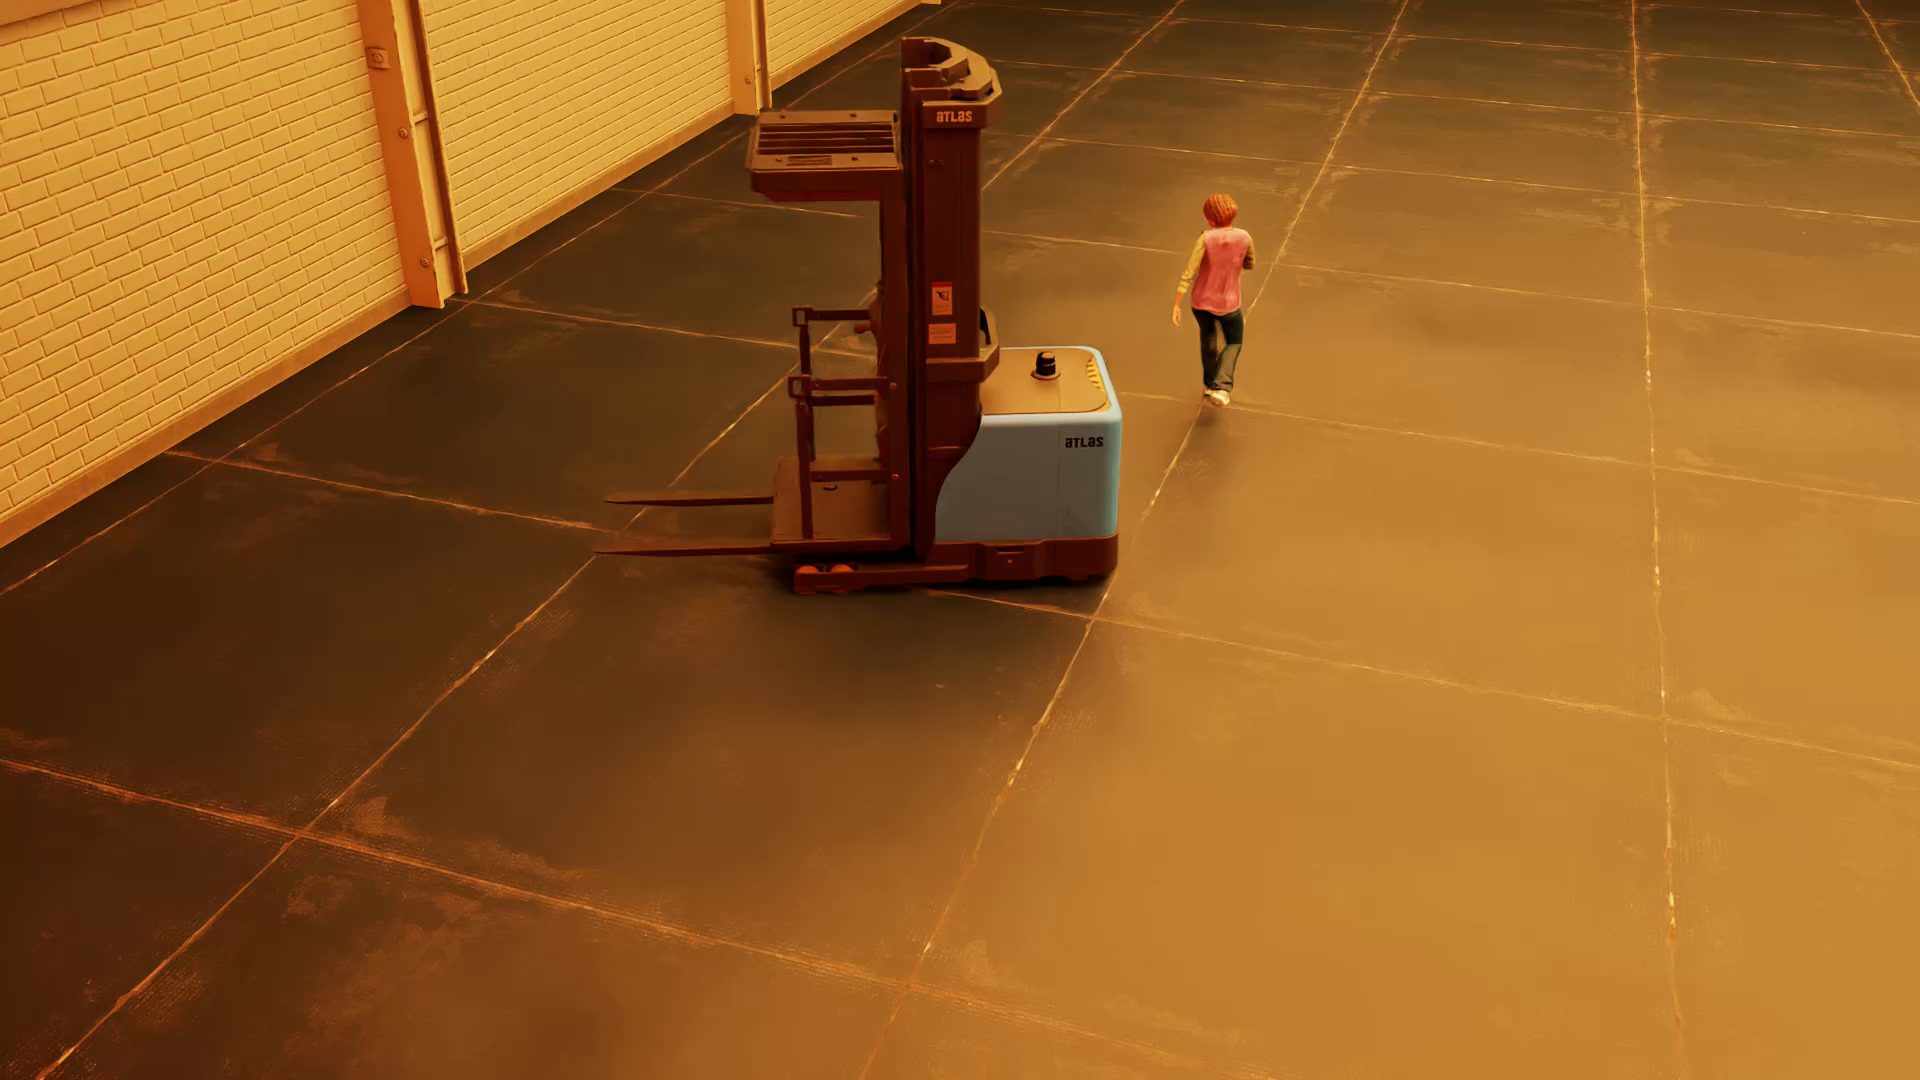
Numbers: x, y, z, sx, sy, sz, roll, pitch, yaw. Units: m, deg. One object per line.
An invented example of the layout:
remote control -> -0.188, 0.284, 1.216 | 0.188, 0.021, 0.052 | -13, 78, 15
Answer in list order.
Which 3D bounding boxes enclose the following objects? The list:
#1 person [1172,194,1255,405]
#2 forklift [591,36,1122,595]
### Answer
person -> 1.748, -1.644, 11.457 | 0.494, 1.531, 0.659 | 8, 31, 13
forklift -> -0.626, -1.227, 9.289 | 3.031, 2.935, 1.130 | -2, 30, -3
